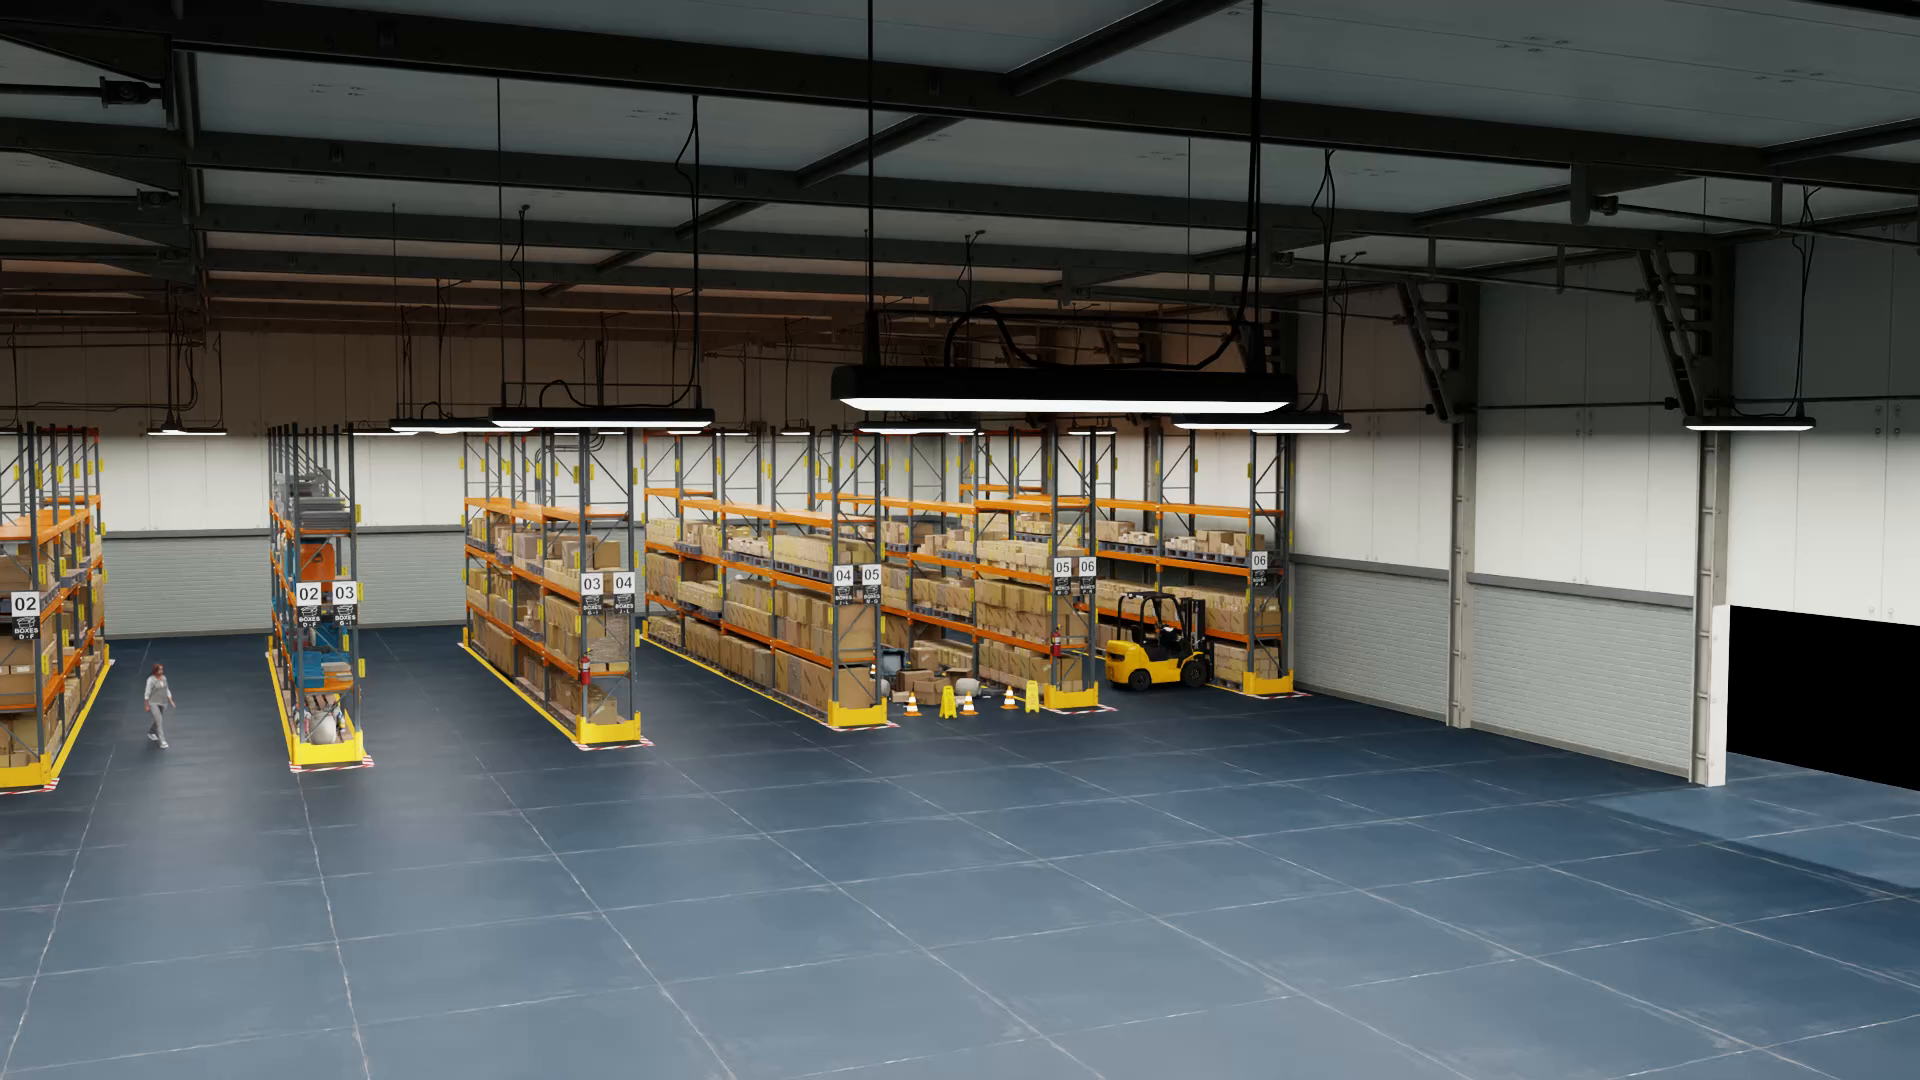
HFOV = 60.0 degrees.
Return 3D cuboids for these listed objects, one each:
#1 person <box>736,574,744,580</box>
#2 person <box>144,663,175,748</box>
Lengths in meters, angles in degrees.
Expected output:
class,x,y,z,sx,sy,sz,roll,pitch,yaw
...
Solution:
class,x,y,z,sx,sy,sz,roll,pitch,yaw
person,-6.432,1.888,48.201,0.610,1.784,0.462,3,5,43
person,-14.901,3.043,30.878,1.003,1.536,0.483,3,4,39
